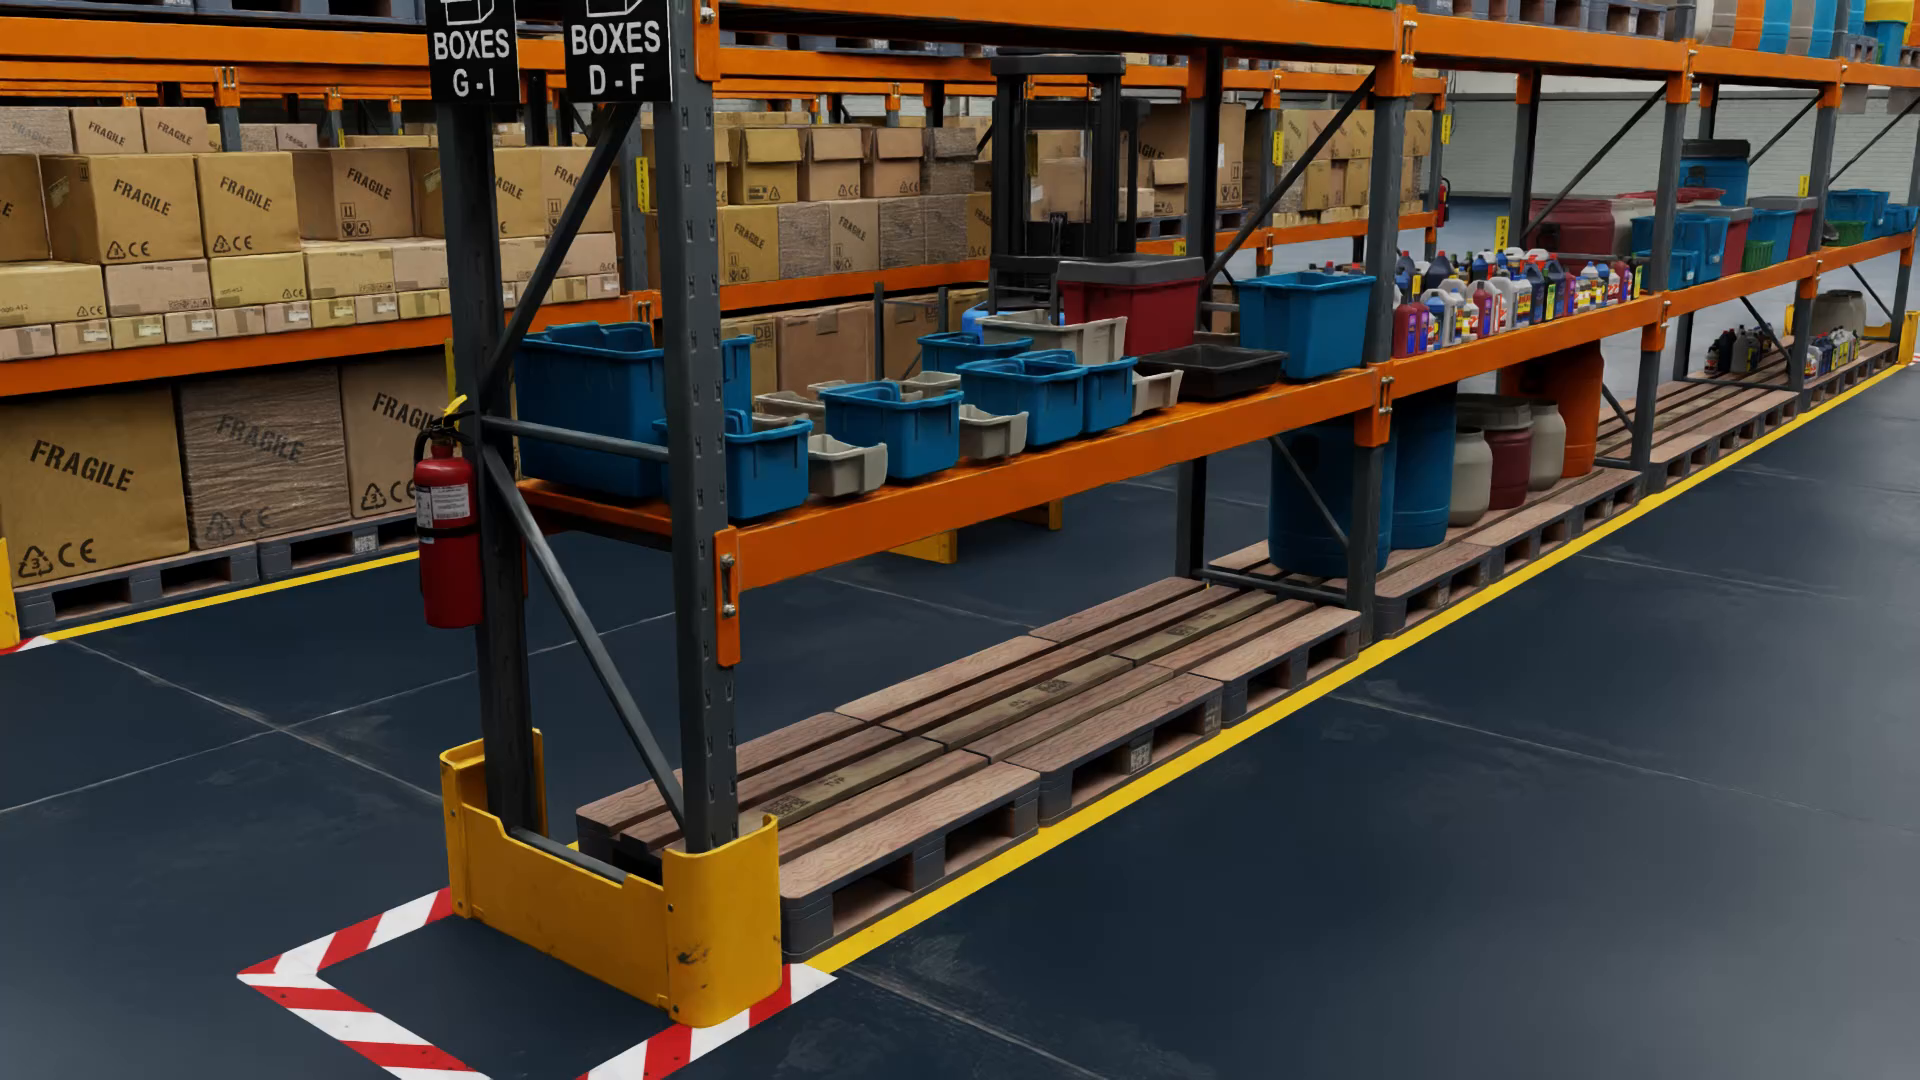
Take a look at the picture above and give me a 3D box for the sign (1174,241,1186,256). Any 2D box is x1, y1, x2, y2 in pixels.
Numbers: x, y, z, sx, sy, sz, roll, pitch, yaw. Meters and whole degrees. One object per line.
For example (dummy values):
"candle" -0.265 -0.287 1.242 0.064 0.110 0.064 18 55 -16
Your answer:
"sign" 1.055 -1.252 7.896 0.100 0.325 0.005 11 18 38

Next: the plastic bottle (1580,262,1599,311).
"plastic bottle" 3.597 -1.454 9.517 0.097 0.271 0.097 0 14 0

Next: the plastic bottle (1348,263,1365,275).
"plastic bottle" 2.033 -1.248 8.544 0.144 0.351 0.185 11 18 38

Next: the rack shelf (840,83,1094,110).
"rack shelf" 0.120 -5.606 20.967 1.077 0.370 4.000 11 18 38

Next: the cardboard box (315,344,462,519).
"cardboard box" -3.413 -0.686 9.694 0.875 0.875 0.875 11 18 38

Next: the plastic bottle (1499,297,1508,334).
"plastic bottle" 2.745 -1.161 8.504 0.097 0.201 0.097 0 14 0

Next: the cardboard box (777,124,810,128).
"cardboard box" -2.084 -4.359 18.457 0.700 0.500 0.500 11 18 38

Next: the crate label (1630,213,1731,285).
"crate label" 4.831 -1.964 11.189 0.502 0.435 0.616 11 18 38

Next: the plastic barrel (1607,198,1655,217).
"plastic barrel" 4.741 -2.163 11.819 0.421 0.512 0.421 0 14 0

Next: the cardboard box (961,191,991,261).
"cardboard box" 0.026 -2.480 13.091 0.500 0.500 0.500 12 19 39

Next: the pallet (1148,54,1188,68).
"pallet" 1.537 -4.393 15.112 1.213 0.211 1.003 11 18 38

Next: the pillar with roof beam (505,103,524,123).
"pillar with roof beam" -4.190 -8.645 25.378 9.100 9.000 0.400 11 18 38

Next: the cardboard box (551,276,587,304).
"cardboard box" -2.469 -1.518 10.018 0.380 0.149 0.250 12 18 39

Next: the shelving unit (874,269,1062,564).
"shelving unit" 0.048 -0.742 9.496 0.587 1.500 1.083 11 18 38

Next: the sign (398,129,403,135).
"sign" -8.486 -6.072 25.244 0.100 0.325 0.005 11 18 38

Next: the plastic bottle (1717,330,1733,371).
"plastic bottle" 6.690 -1.662 14.558 0.144 0.351 0.185 11 18 36

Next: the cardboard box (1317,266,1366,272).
"cardboard box" 4.417 -2.852 18.981 0.500 0.500 0.500 -10 17 -35

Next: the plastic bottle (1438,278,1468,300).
"plastic bottle" 2.533 -1.203 8.517 0.152 0.276 0.135 11 18 38

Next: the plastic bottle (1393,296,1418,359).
"plastic bottle" 2.044 -0.980 7.625 0.061 0.283 0.133 11 18 38

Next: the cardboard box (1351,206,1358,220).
"cardboard box" 4.081 -3.548 18.007 0.380 0.149 0.250 11 18 38

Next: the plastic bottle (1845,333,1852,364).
"plastic bottle" 7.944 -1.733 14.992 0.152 0.276 0.135 11 18 36

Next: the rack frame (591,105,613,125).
"rack frame" -5.051 -4.864 22.679 1.000 3.000 0.127 11 18 38

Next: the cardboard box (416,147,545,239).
"cardboard box" -2.770 -2.009 9.616 0.500 0.500 0.500 11 18 38

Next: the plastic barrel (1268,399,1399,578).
"plastic barrel" 1.837 -0.320 8.200 0.600 0.901 0.708 11 18 38

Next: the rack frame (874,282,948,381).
"rack frame" -0.266 -0.646 9.119 0.500 1.500 0.032 11 18 38

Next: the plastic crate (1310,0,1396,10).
"plastic crate" 1.451 -2.255 6.747 0.450 0.188 0.662 11 18 38

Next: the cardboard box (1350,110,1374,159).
"cardboard box" 4.071 -4.344 17.793 0.500 0.500 0.500 11 18 38

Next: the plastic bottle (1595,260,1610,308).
"plastic bottle" 3.719 -1.492 9.664 0.097 0.271 0.097 0 14 0

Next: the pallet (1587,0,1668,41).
"pallet" 3.439 -3.029 9.746 1.003 0.211 1.213 11 18 38

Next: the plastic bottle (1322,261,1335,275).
"plastic bottle" 1.921 -1.270 8.632 0.144 0.351 0.185 11 18 38

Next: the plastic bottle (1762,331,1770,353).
"plastic bottle" 7.577 -1.868 15.676 0.097 0.201 0.097 0 14 0

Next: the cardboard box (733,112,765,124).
"cardboard box" -3.252 -5.967 24.180 0.700 0.500 0.500 11 18 37

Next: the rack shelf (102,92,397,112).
"rack shelf" -10.171 -6.354 23.911 1.077 0.370 4.000 11 18 38

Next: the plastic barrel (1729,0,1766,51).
"plastic barrel" 5.092 -3.709 11.167 0.600 0.830 0.708 11 18 38

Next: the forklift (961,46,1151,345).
"forklift" 0.832 -2.291 12.687 1.130 2.935 3.031 3 15 13

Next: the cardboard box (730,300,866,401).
"cardboard box" -1.423 -1.269 11.990 1.225 0.875 0.875 10 18 36

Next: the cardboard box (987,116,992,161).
"cardboard box" 0.150 -5.087 21.059 0.875 0.550 0.500 11 18 38

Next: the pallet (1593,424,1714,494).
"pallet" 4.513 -0.589 11.513 1.003 0.211 1.213 11 18 38

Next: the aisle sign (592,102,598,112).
"aisle sign" -6.130 -7.625 28.266 0.394 0.787 0.004 11 18 38

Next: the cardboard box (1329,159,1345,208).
"cardboard box" 3.566 -3.802 17.688 0.875 0.500 0.500 11 18 38

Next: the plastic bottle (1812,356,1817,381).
"plastic bottle" 7.179 -1.453 14.042 0.097 0.201 0.097 0 14 0

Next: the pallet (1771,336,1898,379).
"pallet" 8.498 -1.802 16.289 1.003 0.211 1.213 11 18 38

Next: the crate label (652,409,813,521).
"crate label" -0.621 -0.210 4.577 0.416 0.233 0.303 11 18 38

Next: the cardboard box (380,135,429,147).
"cardboard box" -6.780 -4.646 20.158 0.500 0.500 0.500 12 19 40

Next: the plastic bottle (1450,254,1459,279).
"plastic bottle" 2.917 -1.557 9.899 0.061 0.283 0.133 11 18 38

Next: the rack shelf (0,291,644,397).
"rack shelf" -3.628 -1.067 9.192 1.077 0.370 4.000 11 18 38

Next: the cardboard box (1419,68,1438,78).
"cardboard box" 5.066 -5.346 18.788 0.500 0.250 0.500 12 18 39

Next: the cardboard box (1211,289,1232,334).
"cardboard box" 2.255 -2.218 16.446 0.700 0.500 0.500 10 17 33

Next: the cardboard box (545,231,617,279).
"cardboard box" -2.444 -1.745 10.100 0.500 0.250 0.500 11 18 37

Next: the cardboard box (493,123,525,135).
"cardboard box" -5.742 -5.261 21.264 0.380 0.149 0.250 10 18 35

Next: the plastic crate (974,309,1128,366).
"plastic crate" 0.379 -0.740 6.562 0.437 0.282 0.530 11 18 38

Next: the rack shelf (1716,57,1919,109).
"rack shelf" 7.767 -4.052 14.852 1.077 0.370 4.000 11 18 38

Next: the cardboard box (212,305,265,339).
"cardboard box" -3.761 -1.125 8.469 0.380 0.149 0.250 11 18 36

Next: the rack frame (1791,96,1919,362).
"rack frame" 9.024 -3.330 16.640 1.000 3.000 0.127 11 18 38
